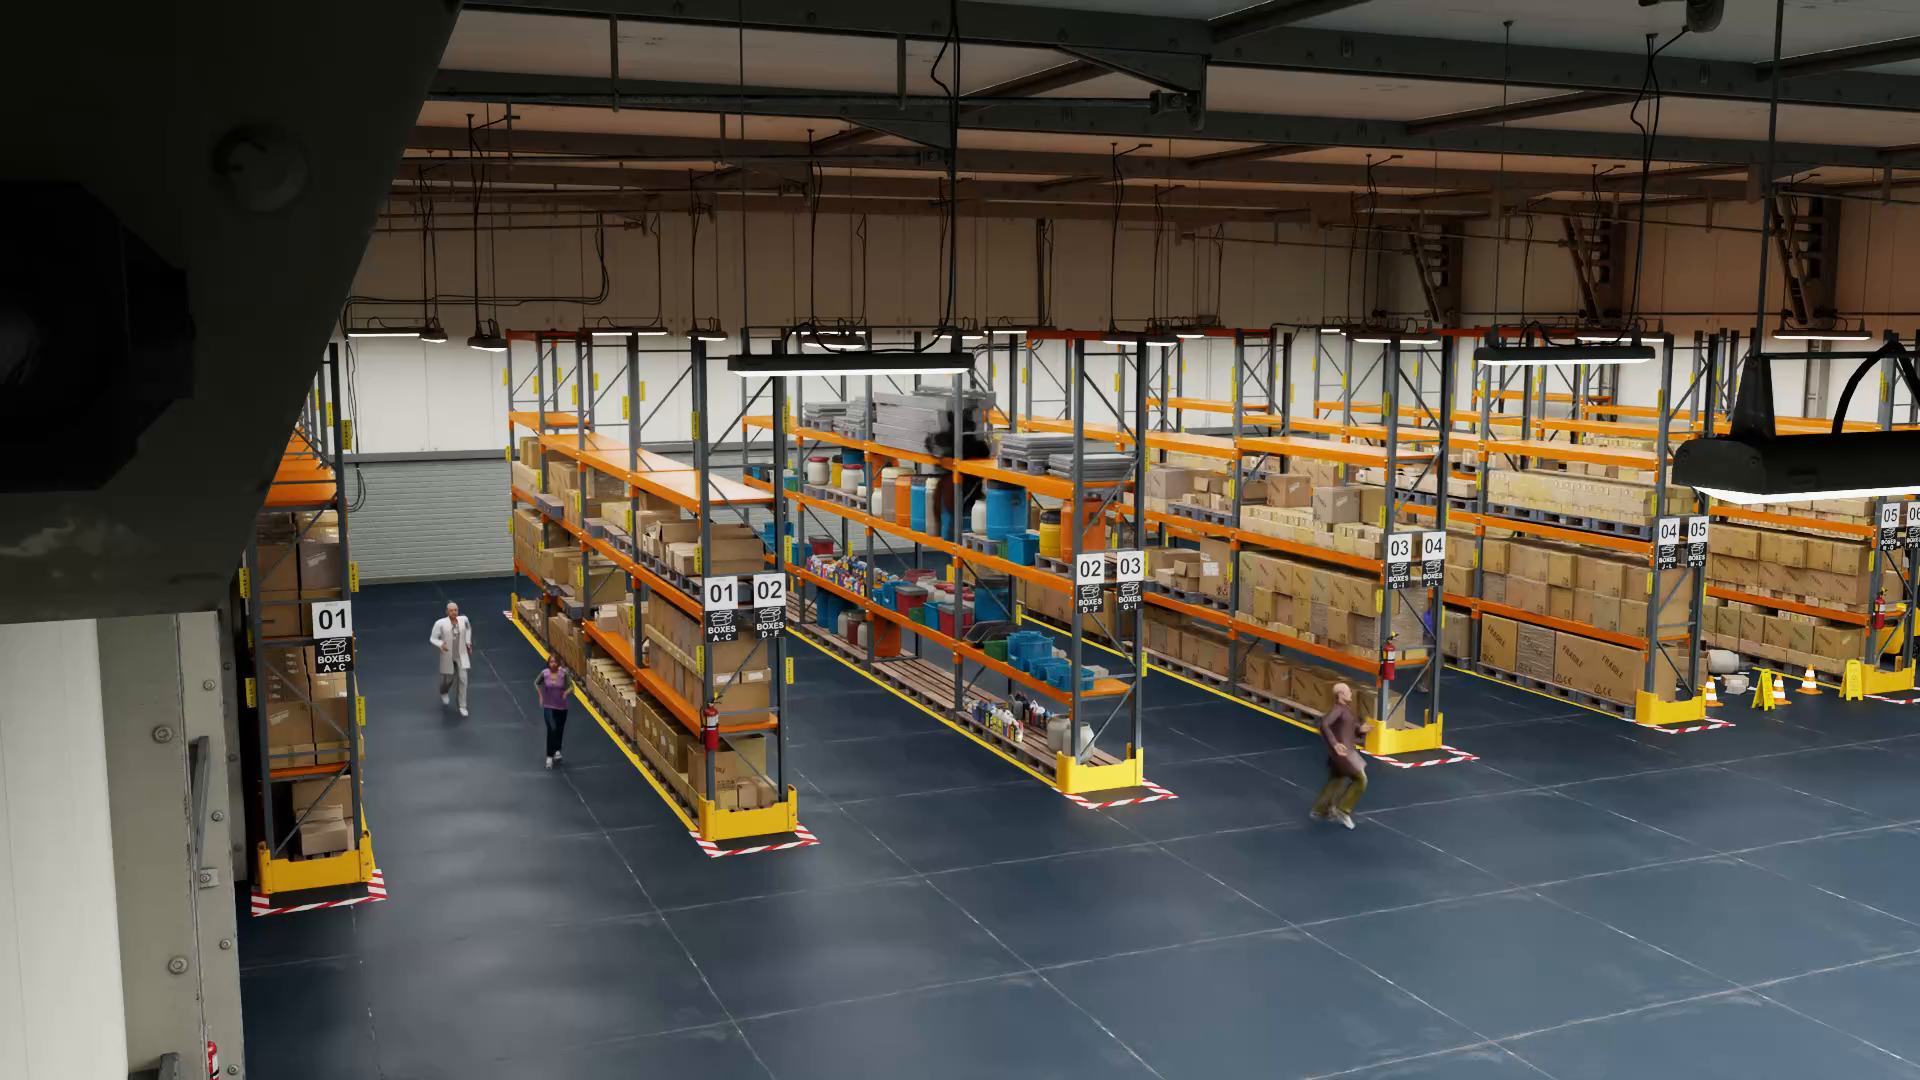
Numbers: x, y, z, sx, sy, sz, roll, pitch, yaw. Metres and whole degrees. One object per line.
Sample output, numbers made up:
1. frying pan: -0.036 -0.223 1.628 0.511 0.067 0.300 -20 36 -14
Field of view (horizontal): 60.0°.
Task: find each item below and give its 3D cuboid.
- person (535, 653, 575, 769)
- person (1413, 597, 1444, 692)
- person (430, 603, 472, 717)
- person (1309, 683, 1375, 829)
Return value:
1. person: -5.666 2.380 23.330 0.530 1.621 0.700 -3 8 -19
2. person: 7.854 1.751 27.772 0.563 1.618 0.572 -5 9 -32
3. person: -8.076 1.856 26.456 0.690 1.771 1.042 -5 9 -30
4. person: 4.737 2.670 20.593 0.765 1.811 0.676 1 8 5
